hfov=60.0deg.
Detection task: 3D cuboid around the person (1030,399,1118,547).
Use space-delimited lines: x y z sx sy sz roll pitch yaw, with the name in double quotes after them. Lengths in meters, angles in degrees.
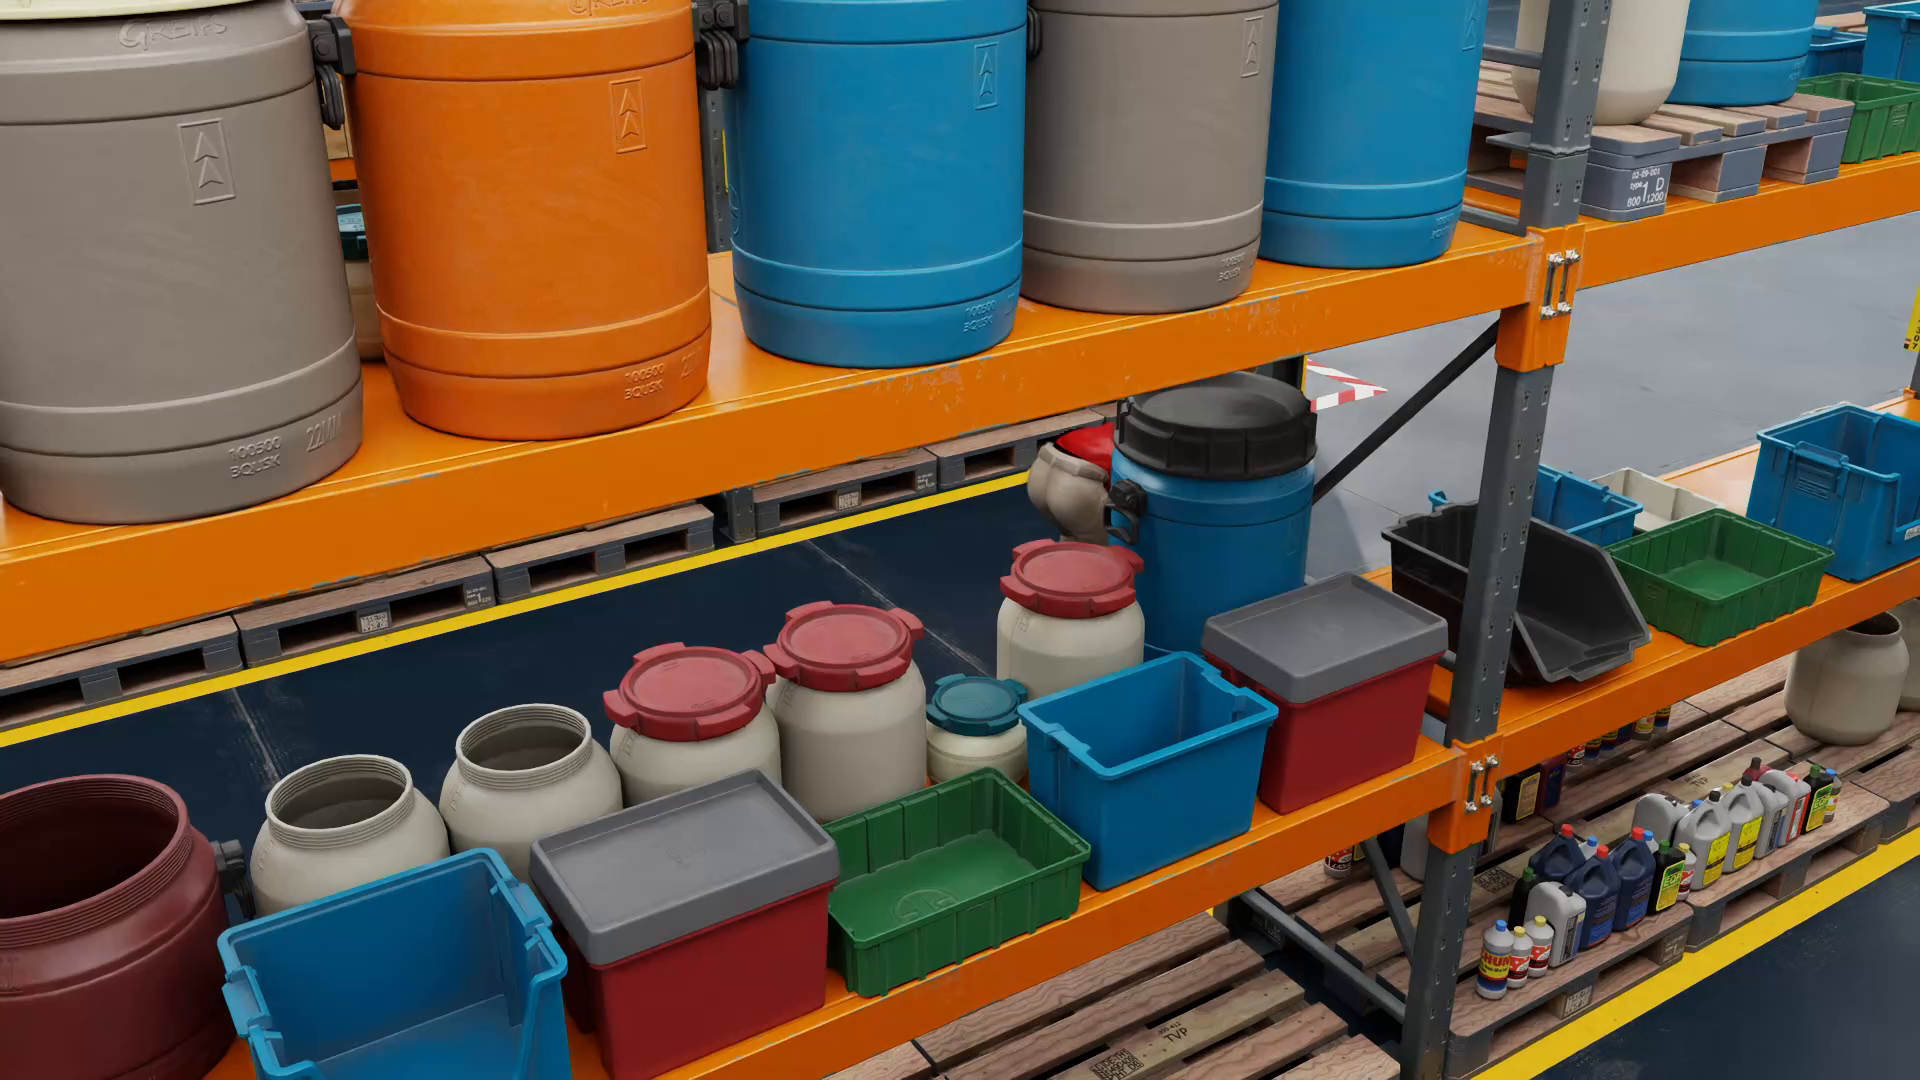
0.760 -0.173 8.005 0.905 1.308 0.481 -16 29 -31 "person"
